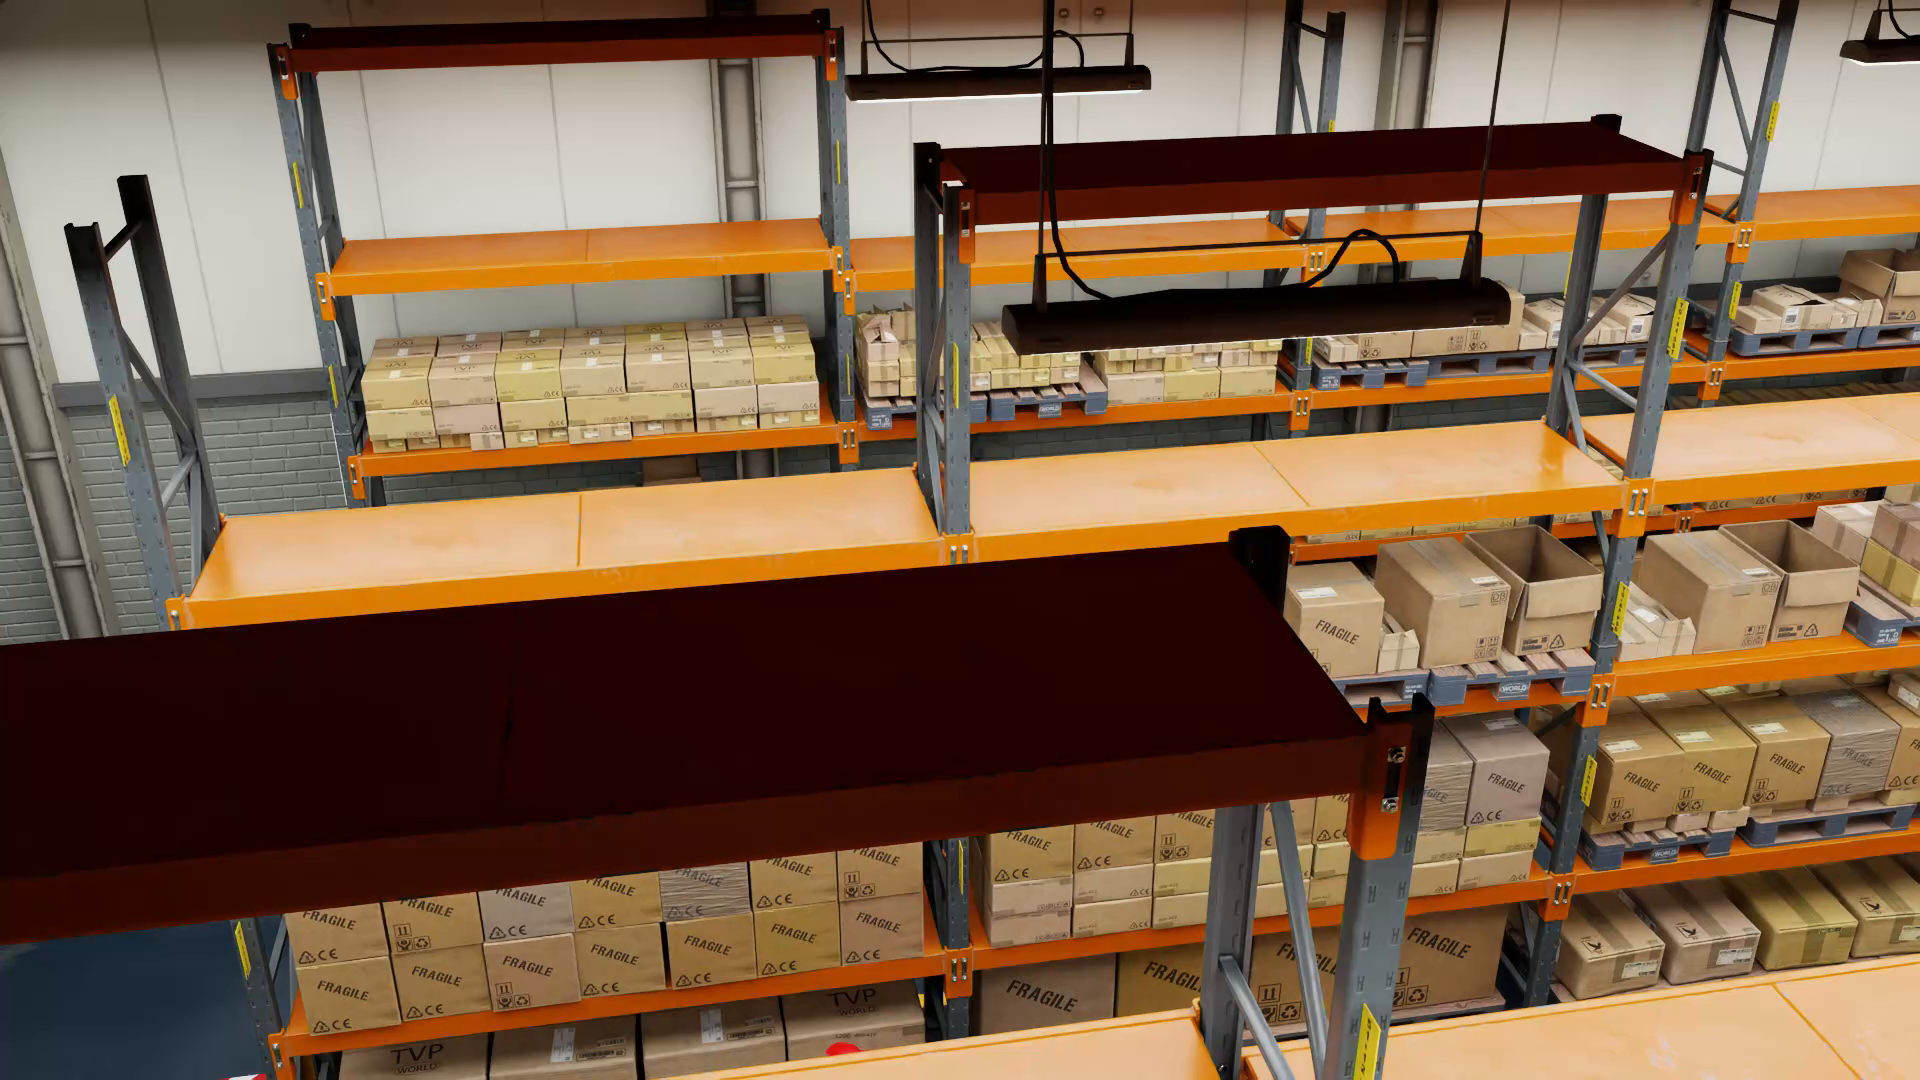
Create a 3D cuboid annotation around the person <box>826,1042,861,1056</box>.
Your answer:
[{"bbox_3d":[-0.601,3.452,9.083,0.412,1.793,0.606,18,31,32],"label":"person"}]
